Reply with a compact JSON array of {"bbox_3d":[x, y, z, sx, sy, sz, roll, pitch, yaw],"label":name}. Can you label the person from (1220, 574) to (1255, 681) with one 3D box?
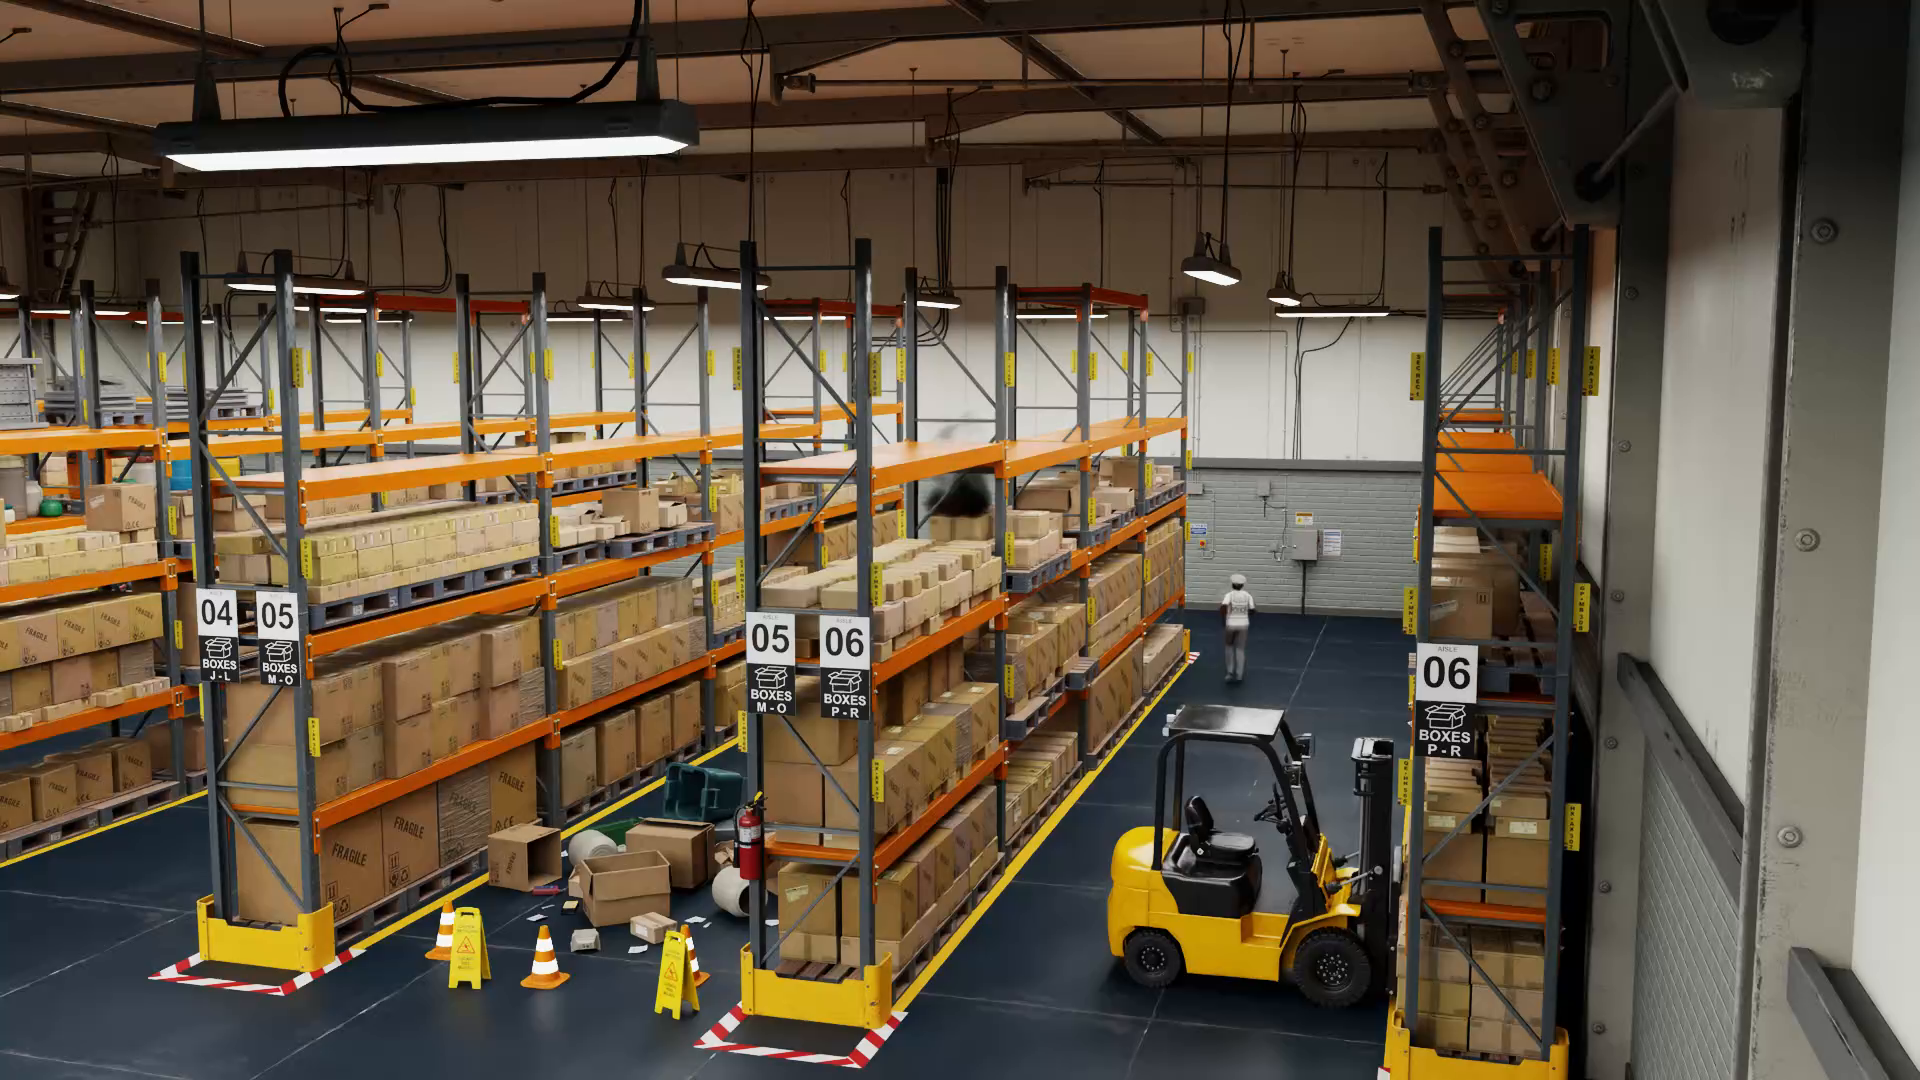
[{"bbox_3d":[4.370,1.407,26.234,0.567,1.749,0.727,0,6,4],"label":"person"}]
